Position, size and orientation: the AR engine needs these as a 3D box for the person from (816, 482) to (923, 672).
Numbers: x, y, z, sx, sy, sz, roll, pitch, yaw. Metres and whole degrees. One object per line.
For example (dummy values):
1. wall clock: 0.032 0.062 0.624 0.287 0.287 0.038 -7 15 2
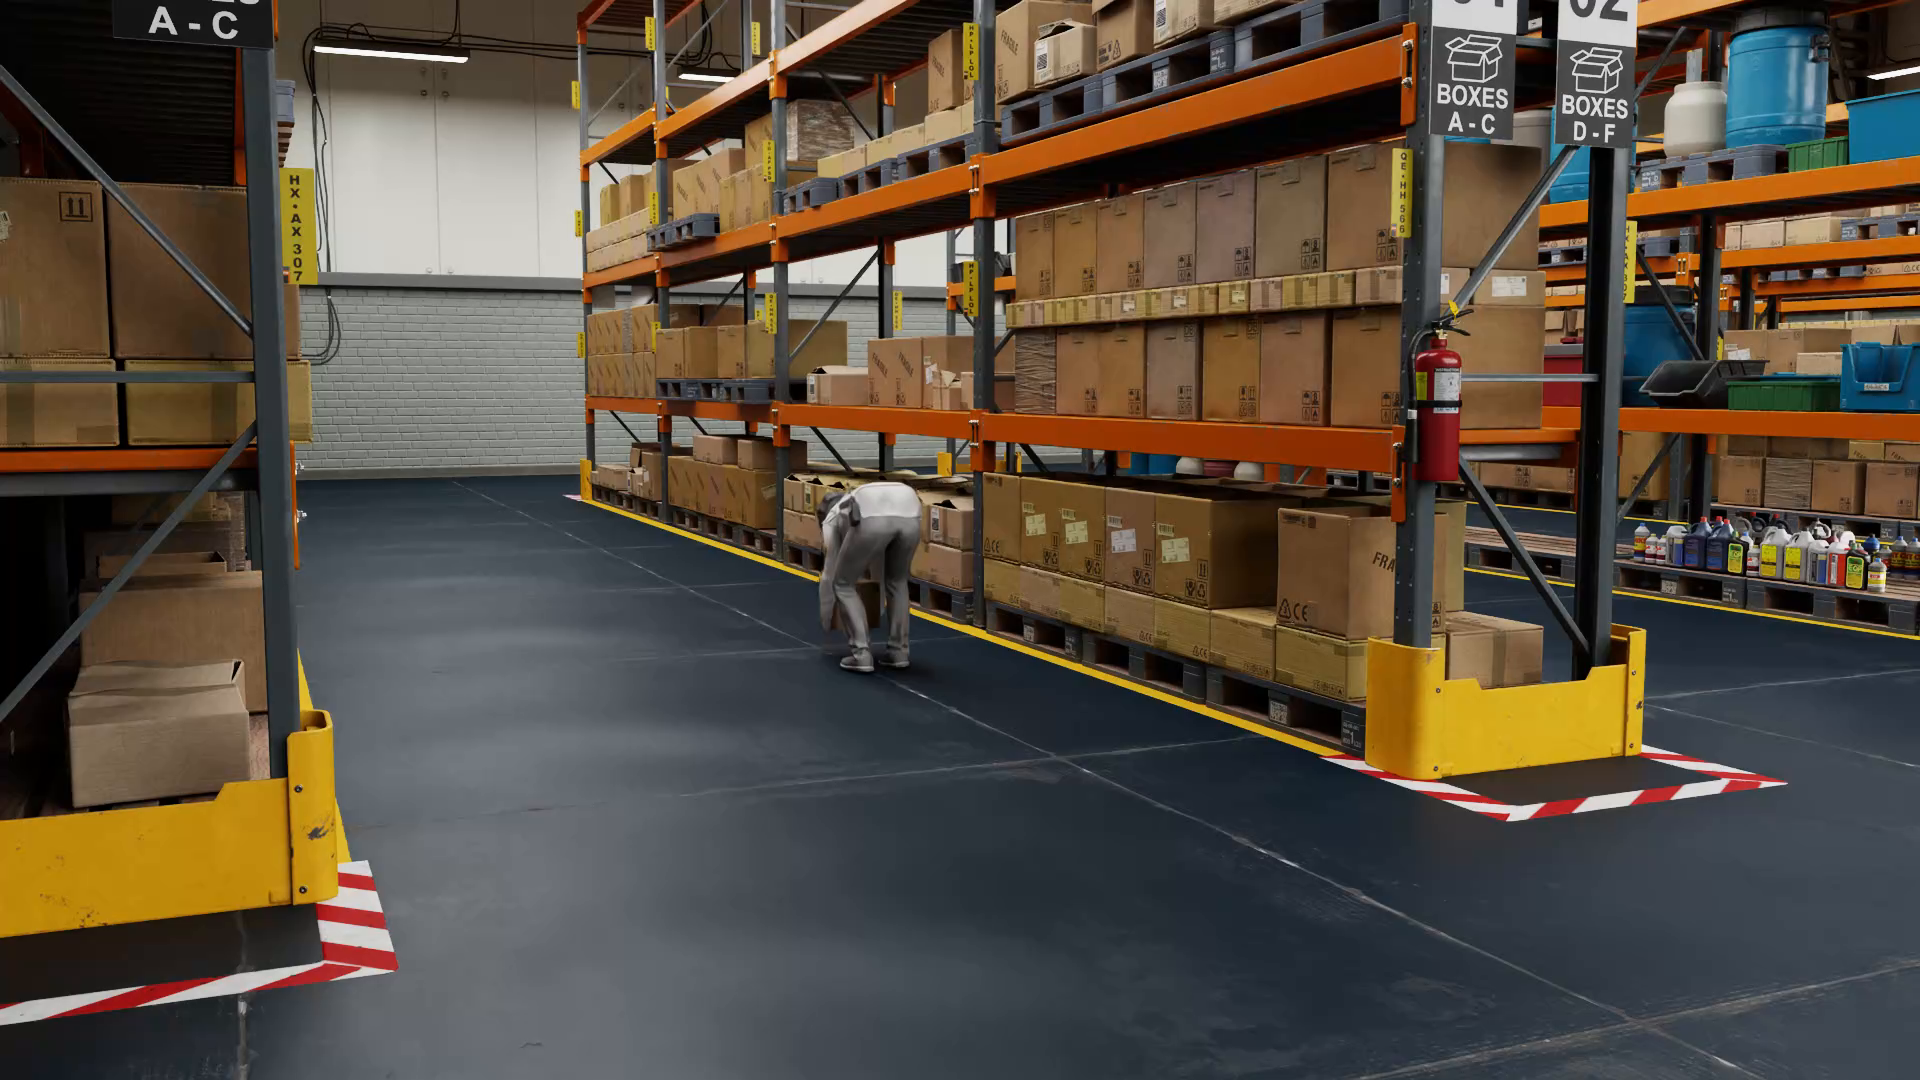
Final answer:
1. person: -0.506 0.171 8.788 0.434 0.983 0.907 -3 6 -26
